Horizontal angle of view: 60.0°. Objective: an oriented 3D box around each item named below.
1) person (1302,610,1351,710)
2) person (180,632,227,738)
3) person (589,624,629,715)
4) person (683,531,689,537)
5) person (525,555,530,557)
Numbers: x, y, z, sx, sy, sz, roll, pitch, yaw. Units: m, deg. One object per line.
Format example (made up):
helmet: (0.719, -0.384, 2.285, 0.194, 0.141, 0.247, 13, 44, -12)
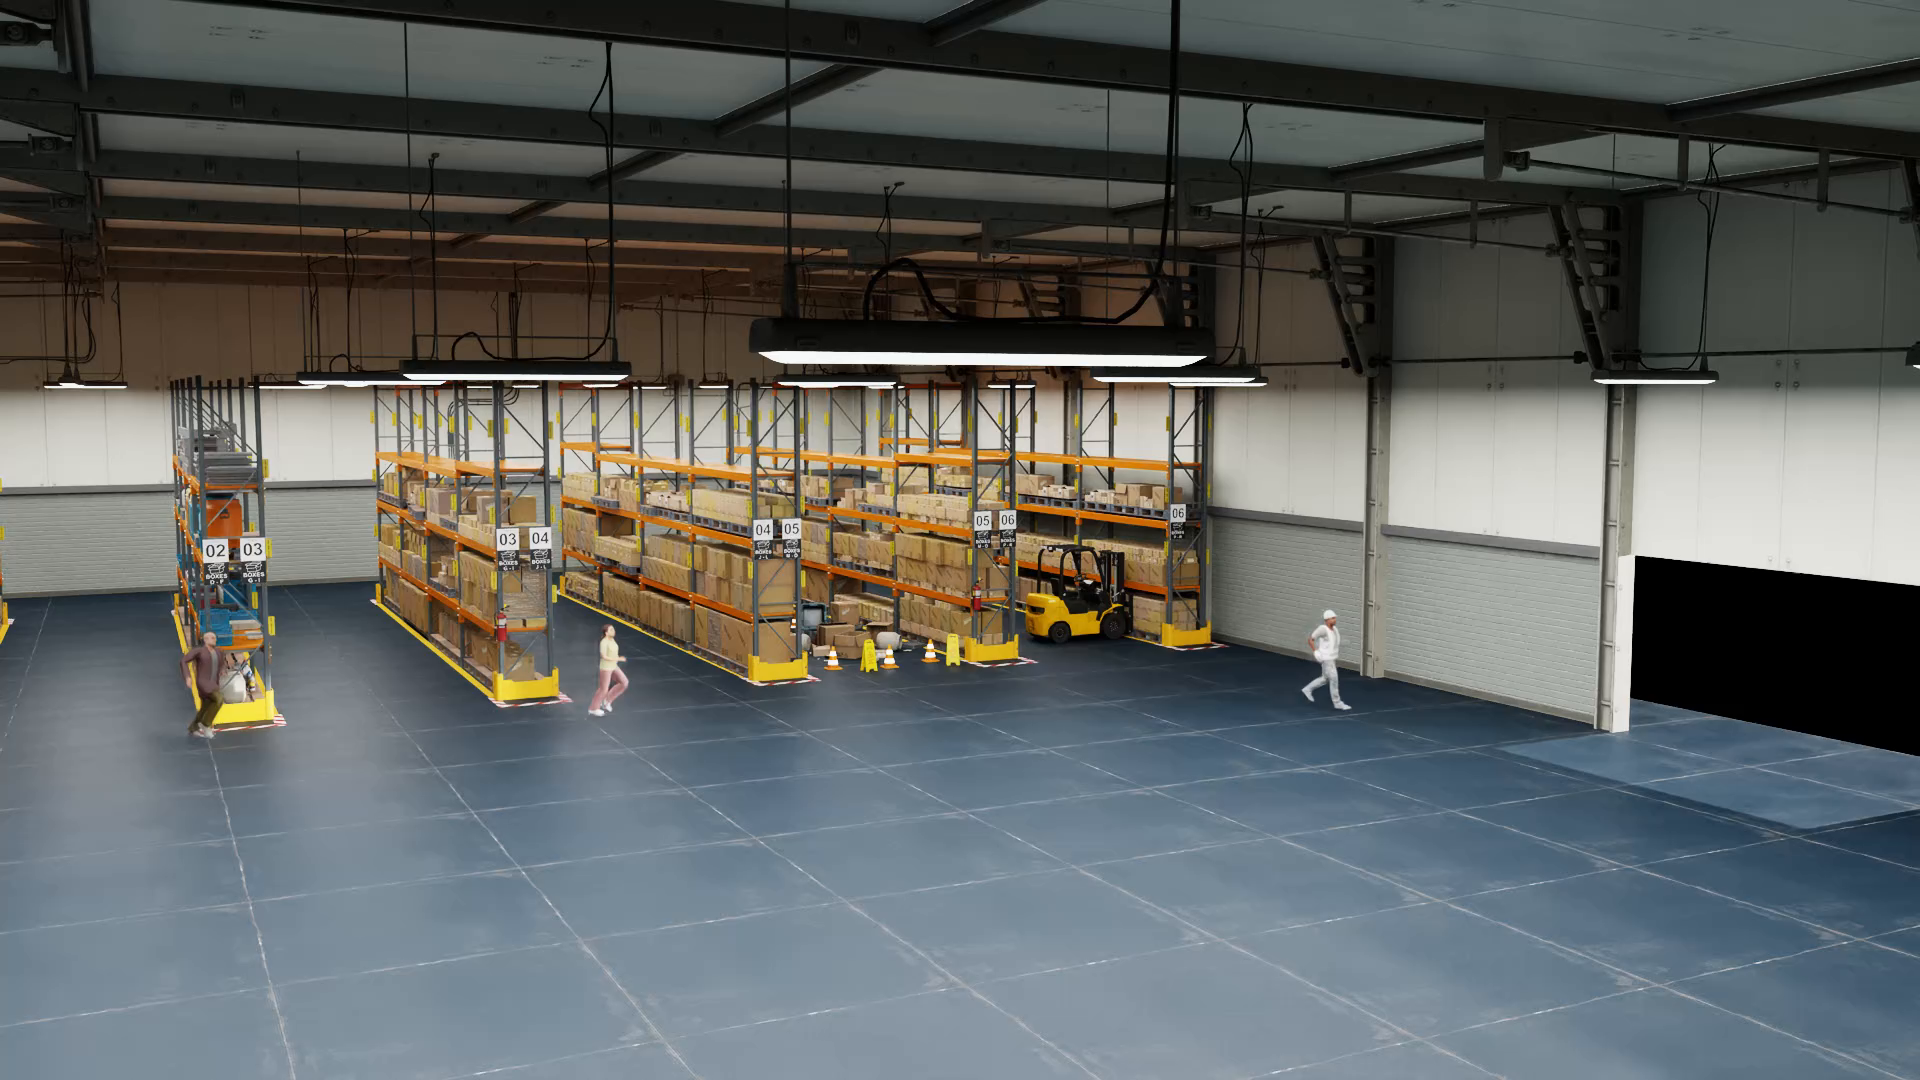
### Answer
person: (6.614, 2.140, 30.003, 0.979, 1.764, 0.686, 4, 6, 35)
person: (-12.444, 2.396, 27.578, 0.705, 1.719, 0.690, 2, 5, 17)
person: (-6.207, 2.281, 29.429, 0.755, 1.622, 0.596, 2, 5, 17)
person: (-8.246, 0.438, 50.258, 0.722, 1.624, 0.590, -1, 5, -14)
person: (-12.254, 0.730, 46.346, 0.693, 1.778, 0.935, 0, 5, 3)
